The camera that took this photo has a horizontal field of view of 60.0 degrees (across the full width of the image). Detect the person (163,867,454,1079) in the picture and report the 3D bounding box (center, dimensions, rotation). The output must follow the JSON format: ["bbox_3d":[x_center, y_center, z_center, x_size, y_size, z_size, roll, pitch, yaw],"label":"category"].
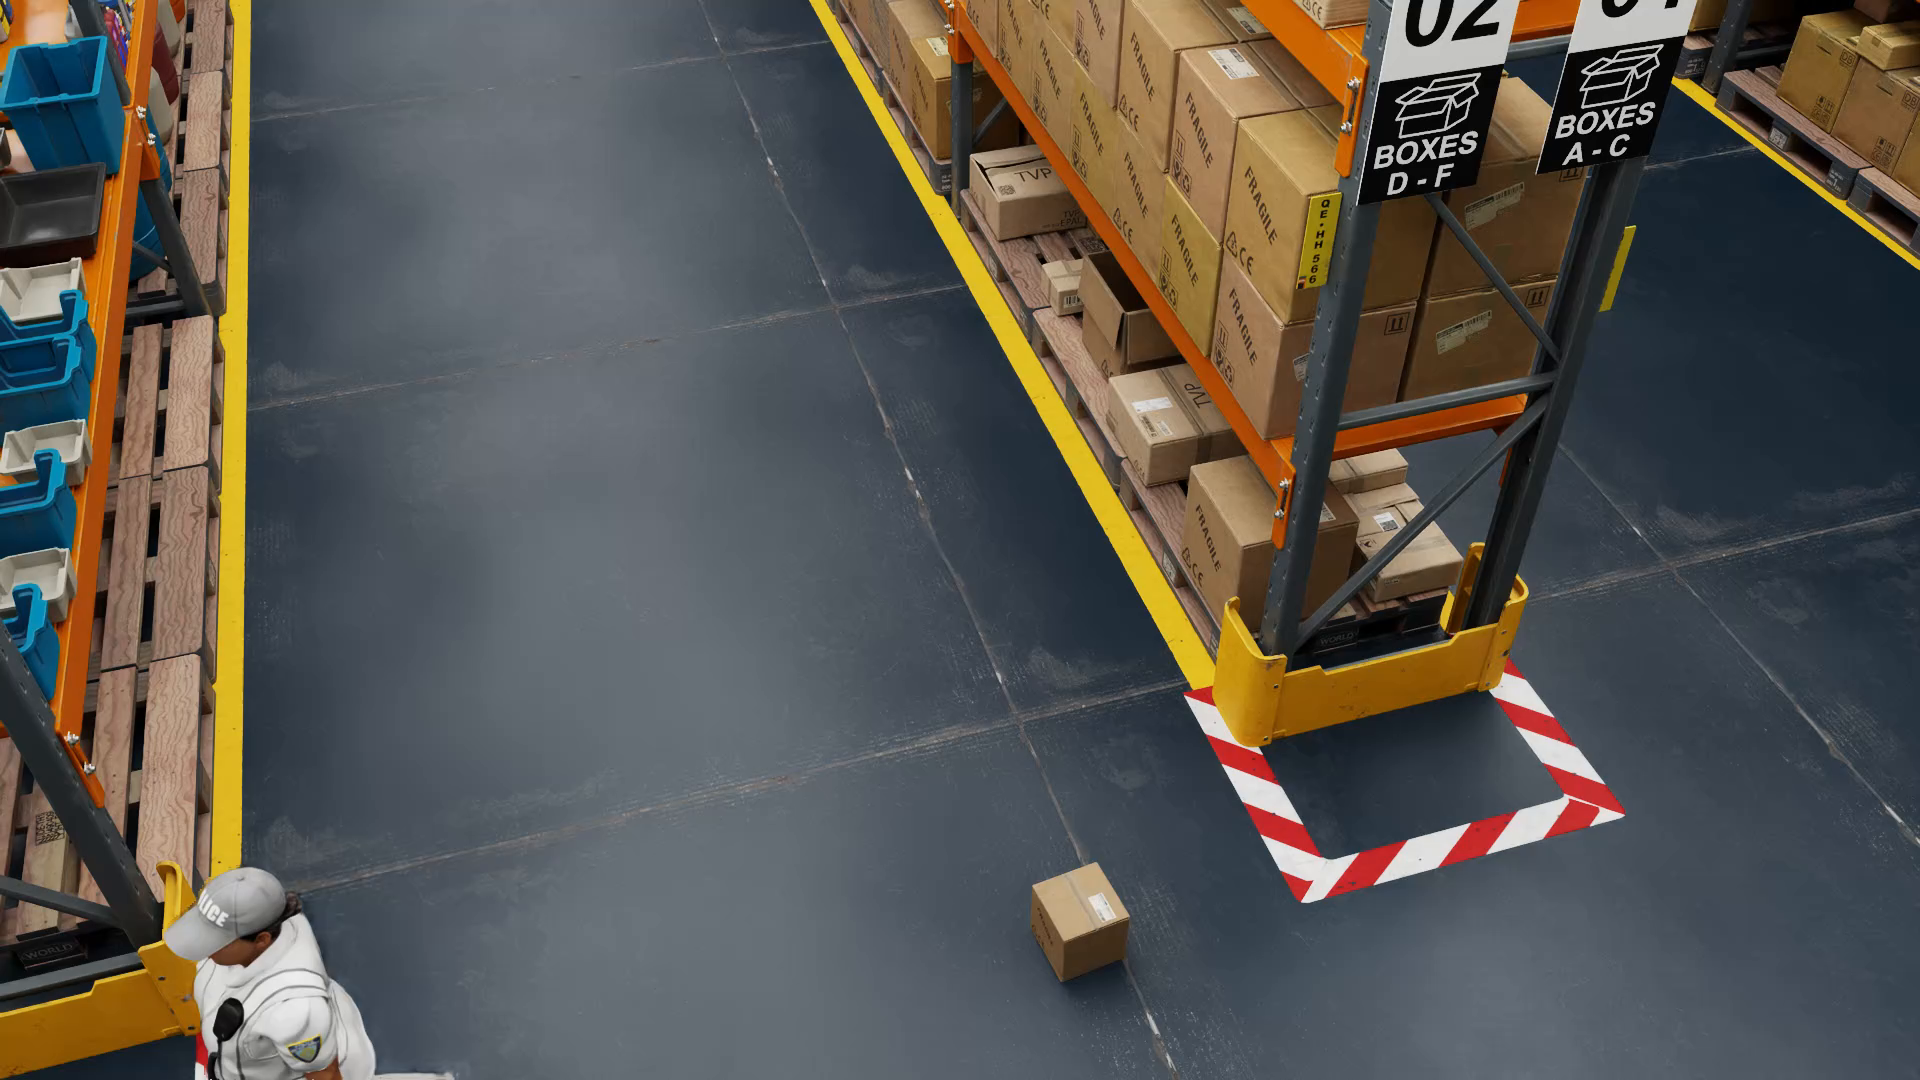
[{"bbox_3d":[-1.766,1.436,4.566,0.615,1.648,0.482,-20,46,-21],"label":"person"}]
